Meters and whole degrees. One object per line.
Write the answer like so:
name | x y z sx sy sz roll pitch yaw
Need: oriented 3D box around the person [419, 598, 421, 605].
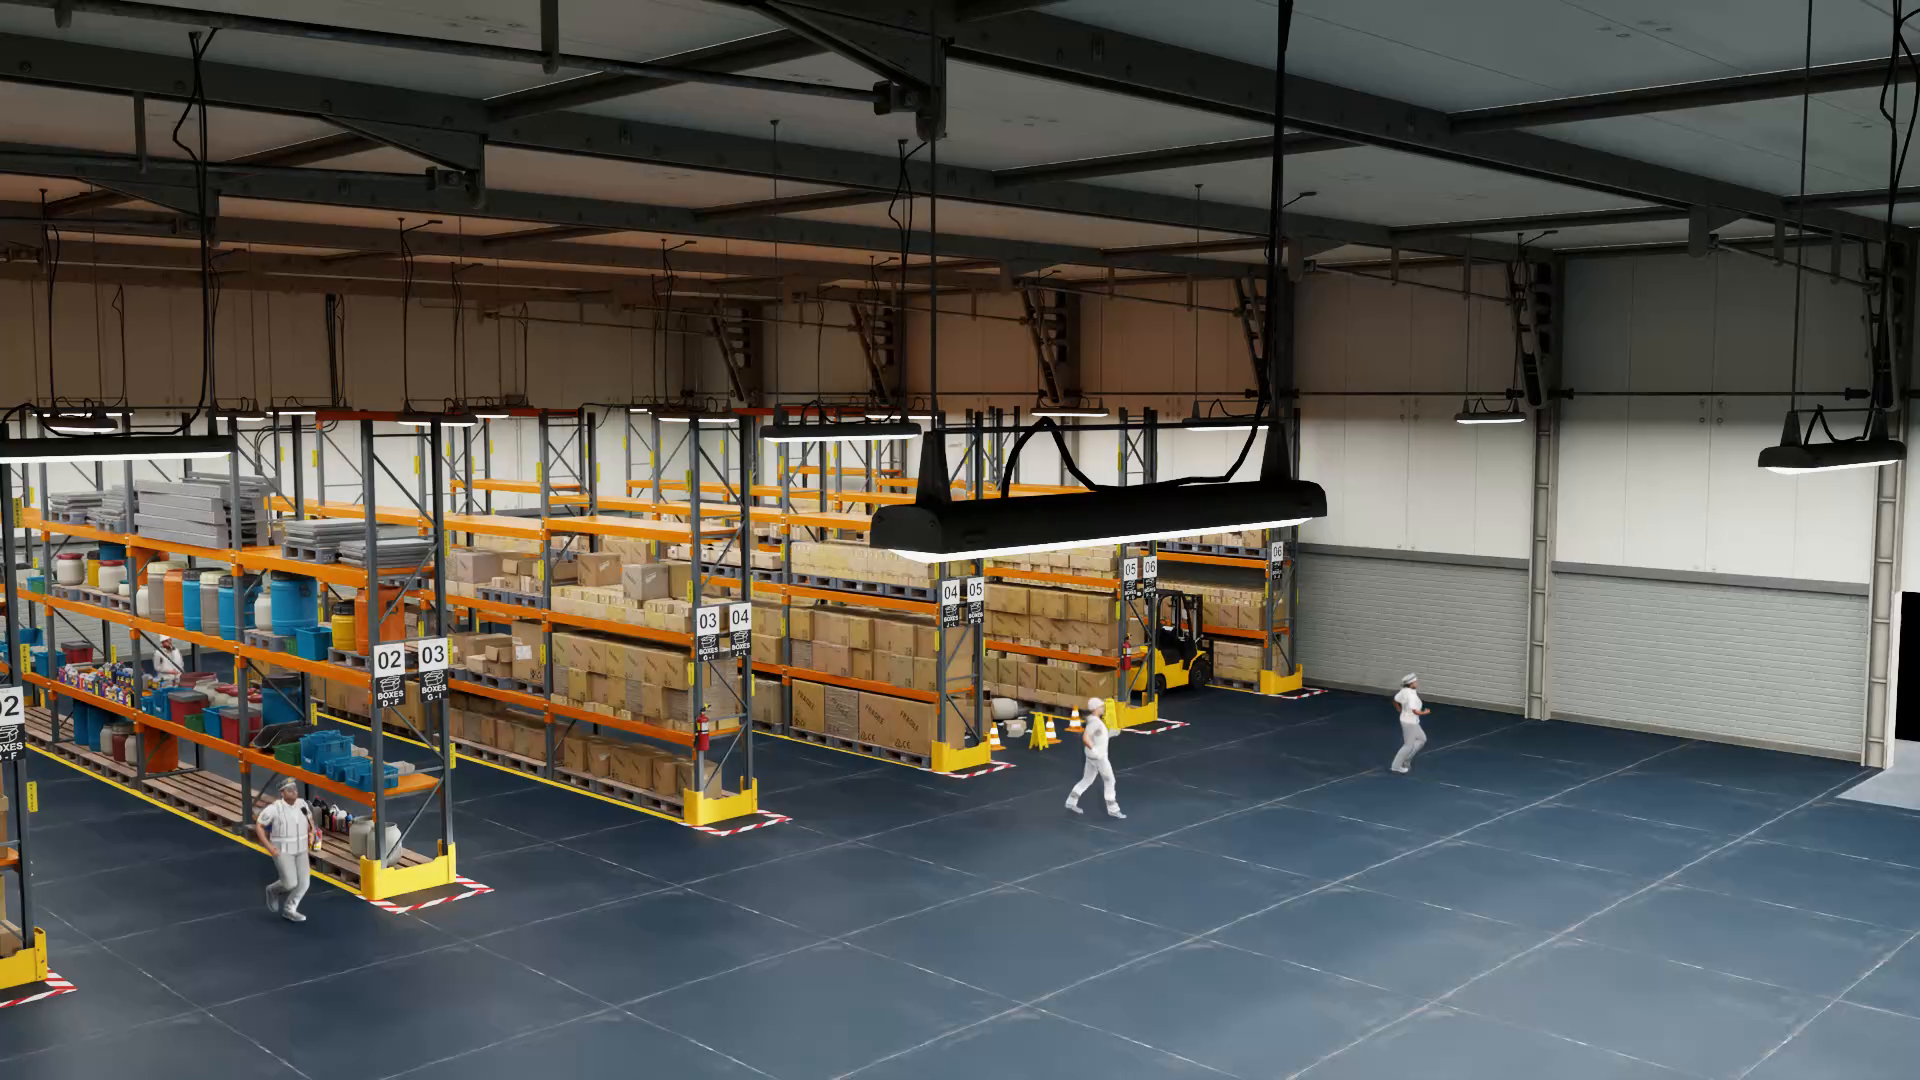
person | -12.076 2.113 37.389 0.739 1.751 0.944 -3 6 -30

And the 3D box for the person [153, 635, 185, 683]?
person | -15.108 2.645 31.893 0.583 1.721 0.665 4 6 37

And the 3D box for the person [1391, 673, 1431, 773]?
person | 7.504 3.040 27.634 0.651 1.680 0.519 0 5 5

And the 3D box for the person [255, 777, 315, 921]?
person | -8.036 3.700 19.935 0.566 1.744 0.715 4 6 36

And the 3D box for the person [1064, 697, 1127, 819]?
person | 2.015 3.233 24.642 0.918 1.814 0.656 -1 5 -11
